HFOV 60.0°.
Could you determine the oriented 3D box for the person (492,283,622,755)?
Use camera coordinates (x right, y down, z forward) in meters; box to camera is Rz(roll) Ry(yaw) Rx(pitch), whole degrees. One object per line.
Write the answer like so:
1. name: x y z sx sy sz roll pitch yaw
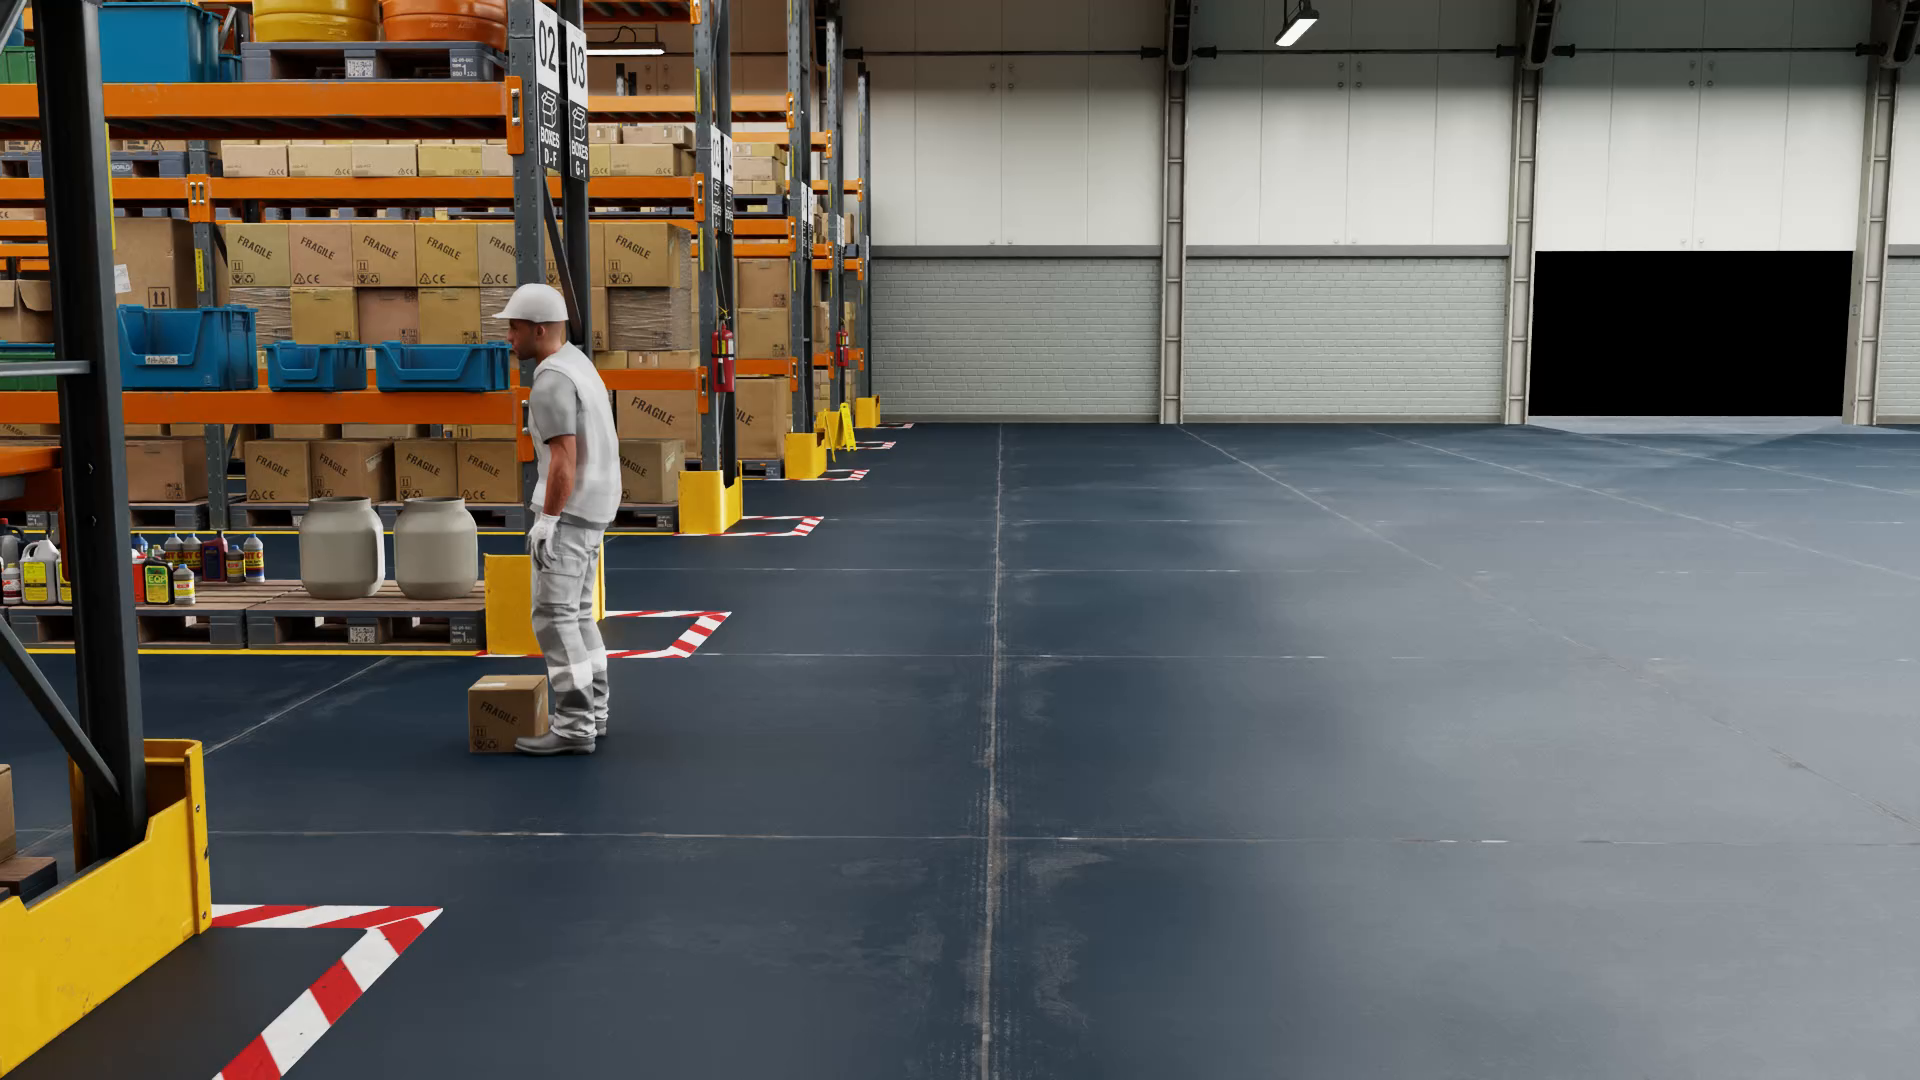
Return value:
1. person: -1.527 -0.080 6.352 0.452 1.778 0.613 0 7 -2
